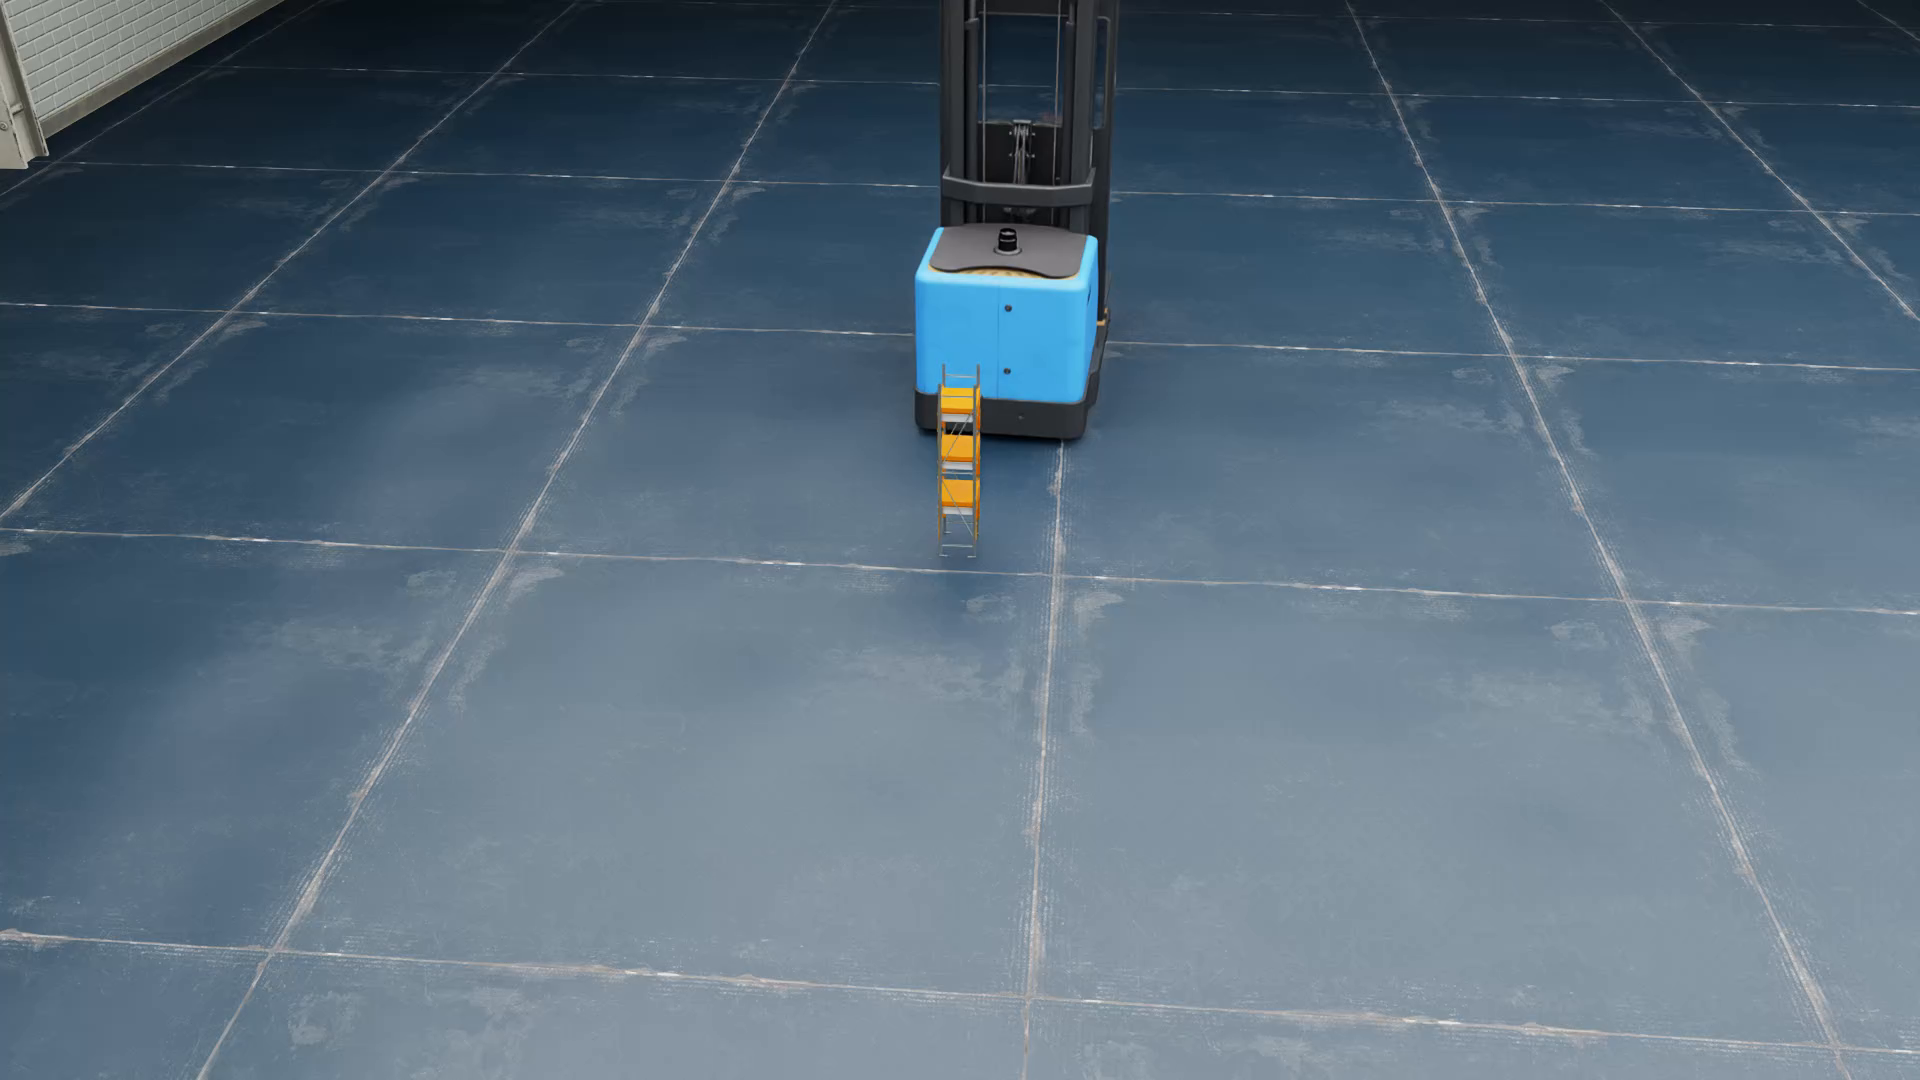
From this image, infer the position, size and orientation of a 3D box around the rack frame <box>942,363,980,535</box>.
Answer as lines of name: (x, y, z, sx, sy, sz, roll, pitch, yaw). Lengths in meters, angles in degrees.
rack frame: (0.006, -0.483, 9.033, 0.200, 1.050, 0.008, 2, 32, 4)

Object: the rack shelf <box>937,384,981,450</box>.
rack shelf: (-0.004, -0.652, 8.786, 0.215, 0.259, 0.240, 2, 32, 4)

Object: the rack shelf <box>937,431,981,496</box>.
rack shelf: (-0.004, -0.410, 8.935, 0.215, 0.259, 0.240, 2, 32, 4)

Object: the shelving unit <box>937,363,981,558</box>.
shelving unit: (-0.004, -0.419, 8.929, 0.215, 1.050, 0.252, 2, 32, 4)

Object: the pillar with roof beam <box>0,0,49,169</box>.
pillar with roof beam: (-3.998, -6.991, 12.017, 9.100, 9.000, 0.400, 2, 32, 4)

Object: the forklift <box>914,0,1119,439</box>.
forklift: (0.455, -2.620, 10.708, 1.130, 2.935, 3.031, 5, 32, 7)

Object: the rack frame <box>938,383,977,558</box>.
rack frame: (-0.014, -0.355, 8.826, 0.200, 1.050, 0.008, 2, 32, 4)

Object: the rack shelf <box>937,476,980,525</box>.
rack shelf: (-0.004, -0.173, 9.081, 0.215, 0.259, 0.240, 2, 32, 4)
